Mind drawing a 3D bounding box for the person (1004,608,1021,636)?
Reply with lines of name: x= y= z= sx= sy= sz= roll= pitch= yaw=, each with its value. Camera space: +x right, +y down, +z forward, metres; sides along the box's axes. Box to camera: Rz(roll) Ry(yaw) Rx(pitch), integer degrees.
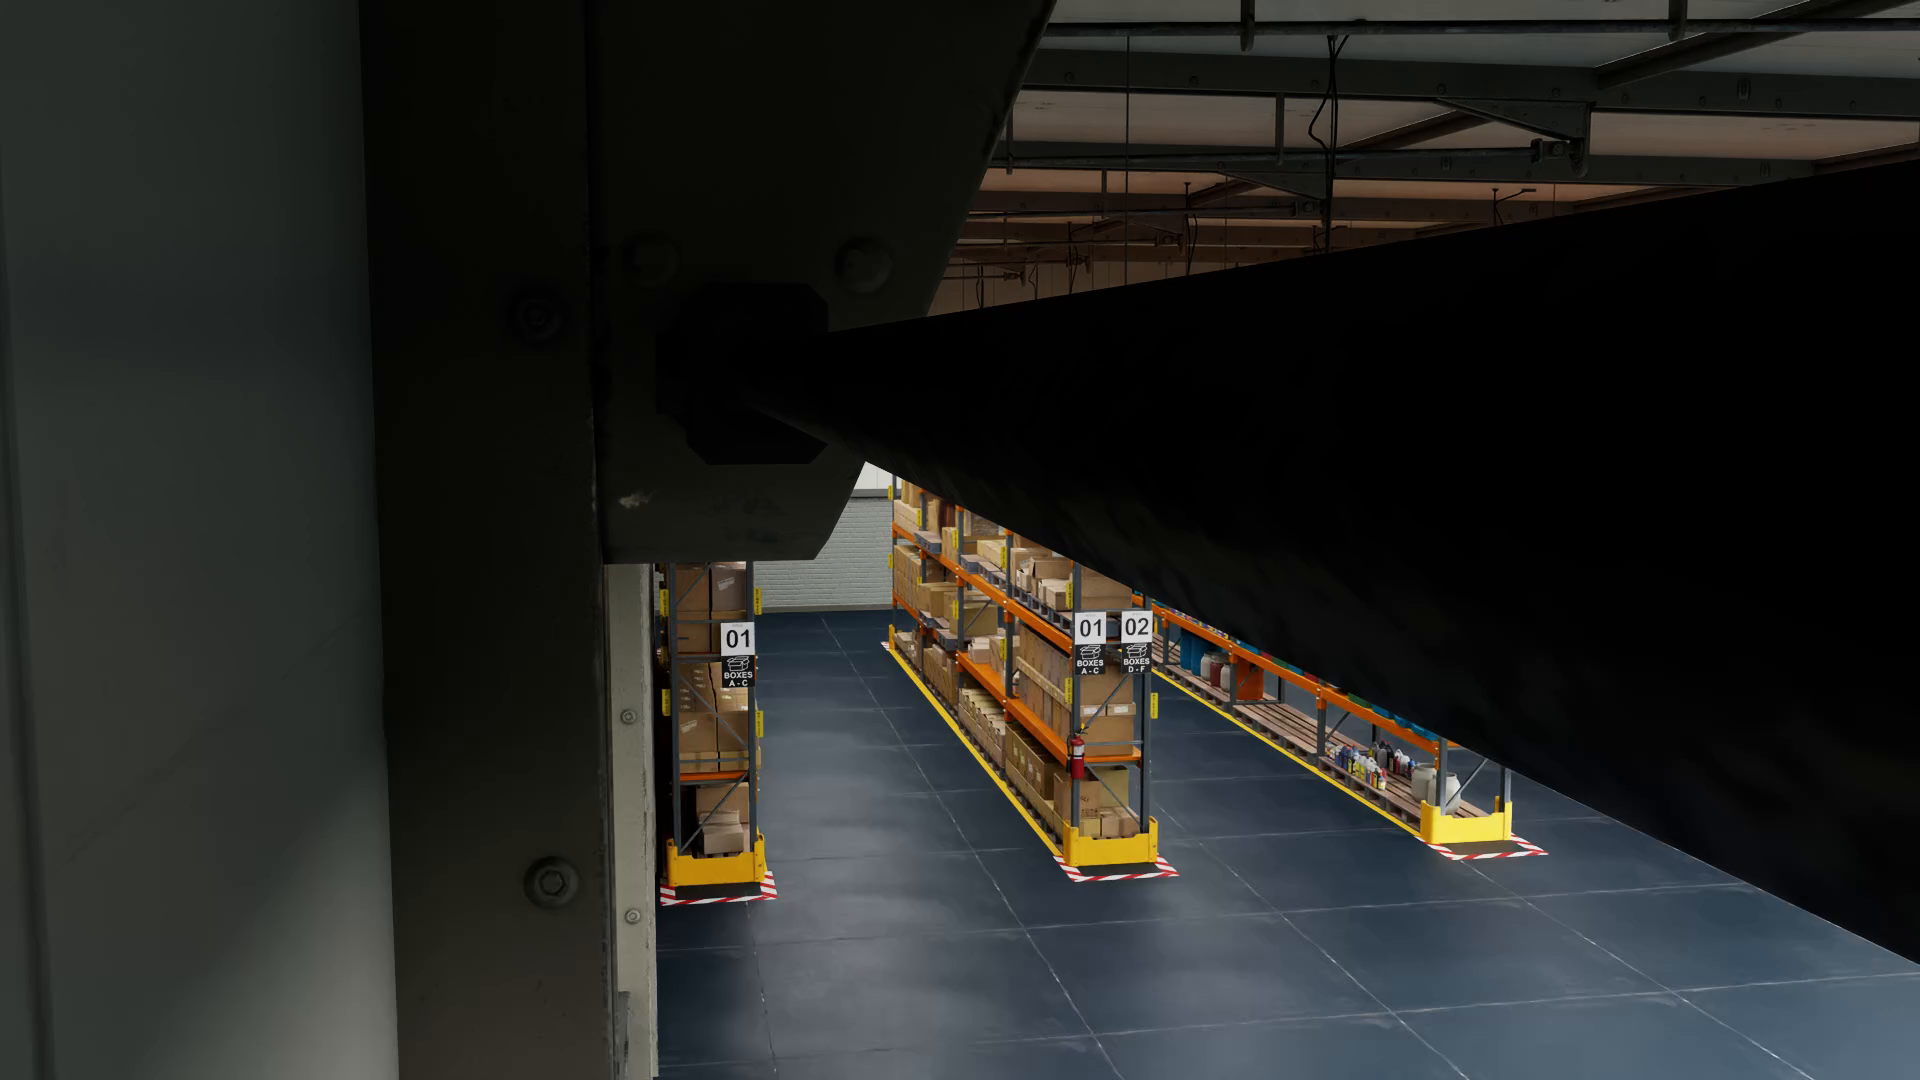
person: x=1.088 y=1.755 z=34.663 sx=0.415 sy=1.672 sz=0.516 roll=4 pitch=8 yaw=35
